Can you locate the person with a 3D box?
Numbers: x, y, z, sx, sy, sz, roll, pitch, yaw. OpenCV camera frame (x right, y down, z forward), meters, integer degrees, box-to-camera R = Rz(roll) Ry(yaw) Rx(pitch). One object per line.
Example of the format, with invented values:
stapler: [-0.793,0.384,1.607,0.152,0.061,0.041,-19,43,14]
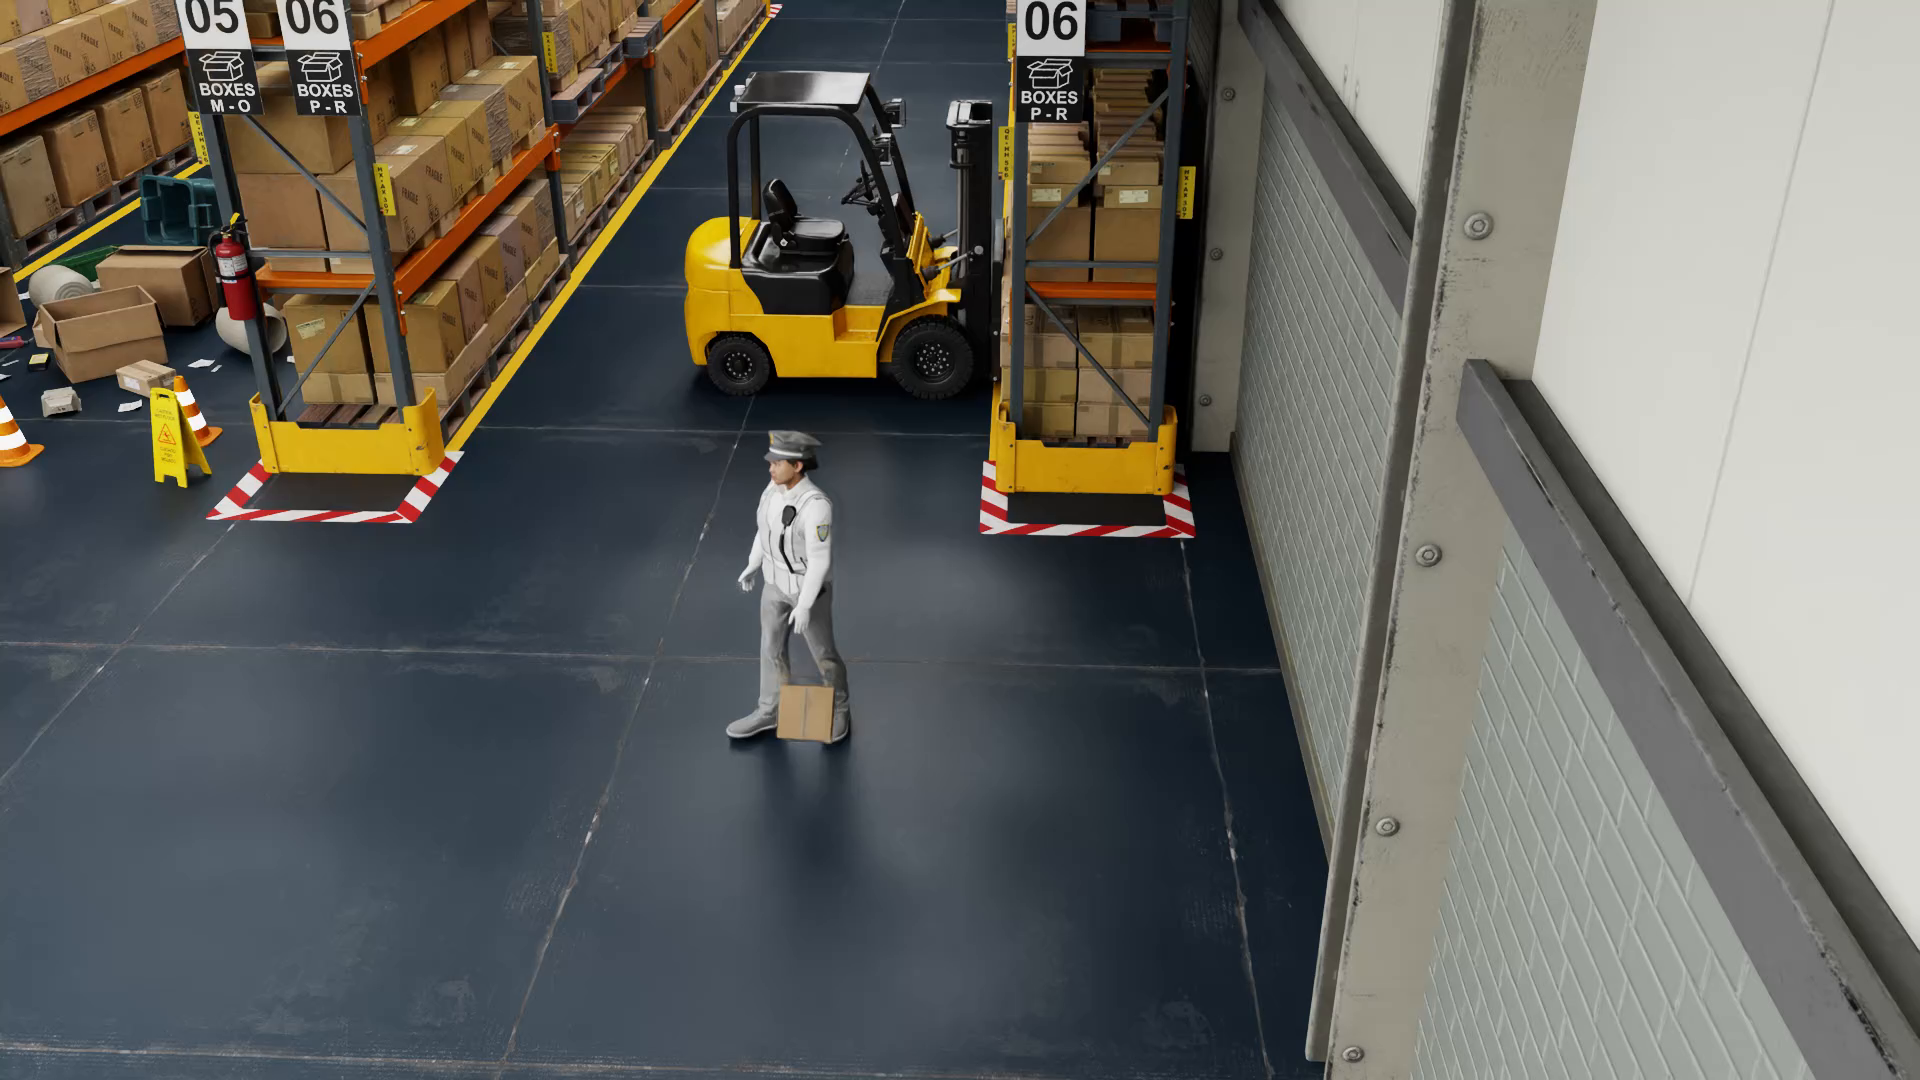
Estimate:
person: [-0.858,0.232,8.142,0.597,1.672,0.603,-22,35,-35]
